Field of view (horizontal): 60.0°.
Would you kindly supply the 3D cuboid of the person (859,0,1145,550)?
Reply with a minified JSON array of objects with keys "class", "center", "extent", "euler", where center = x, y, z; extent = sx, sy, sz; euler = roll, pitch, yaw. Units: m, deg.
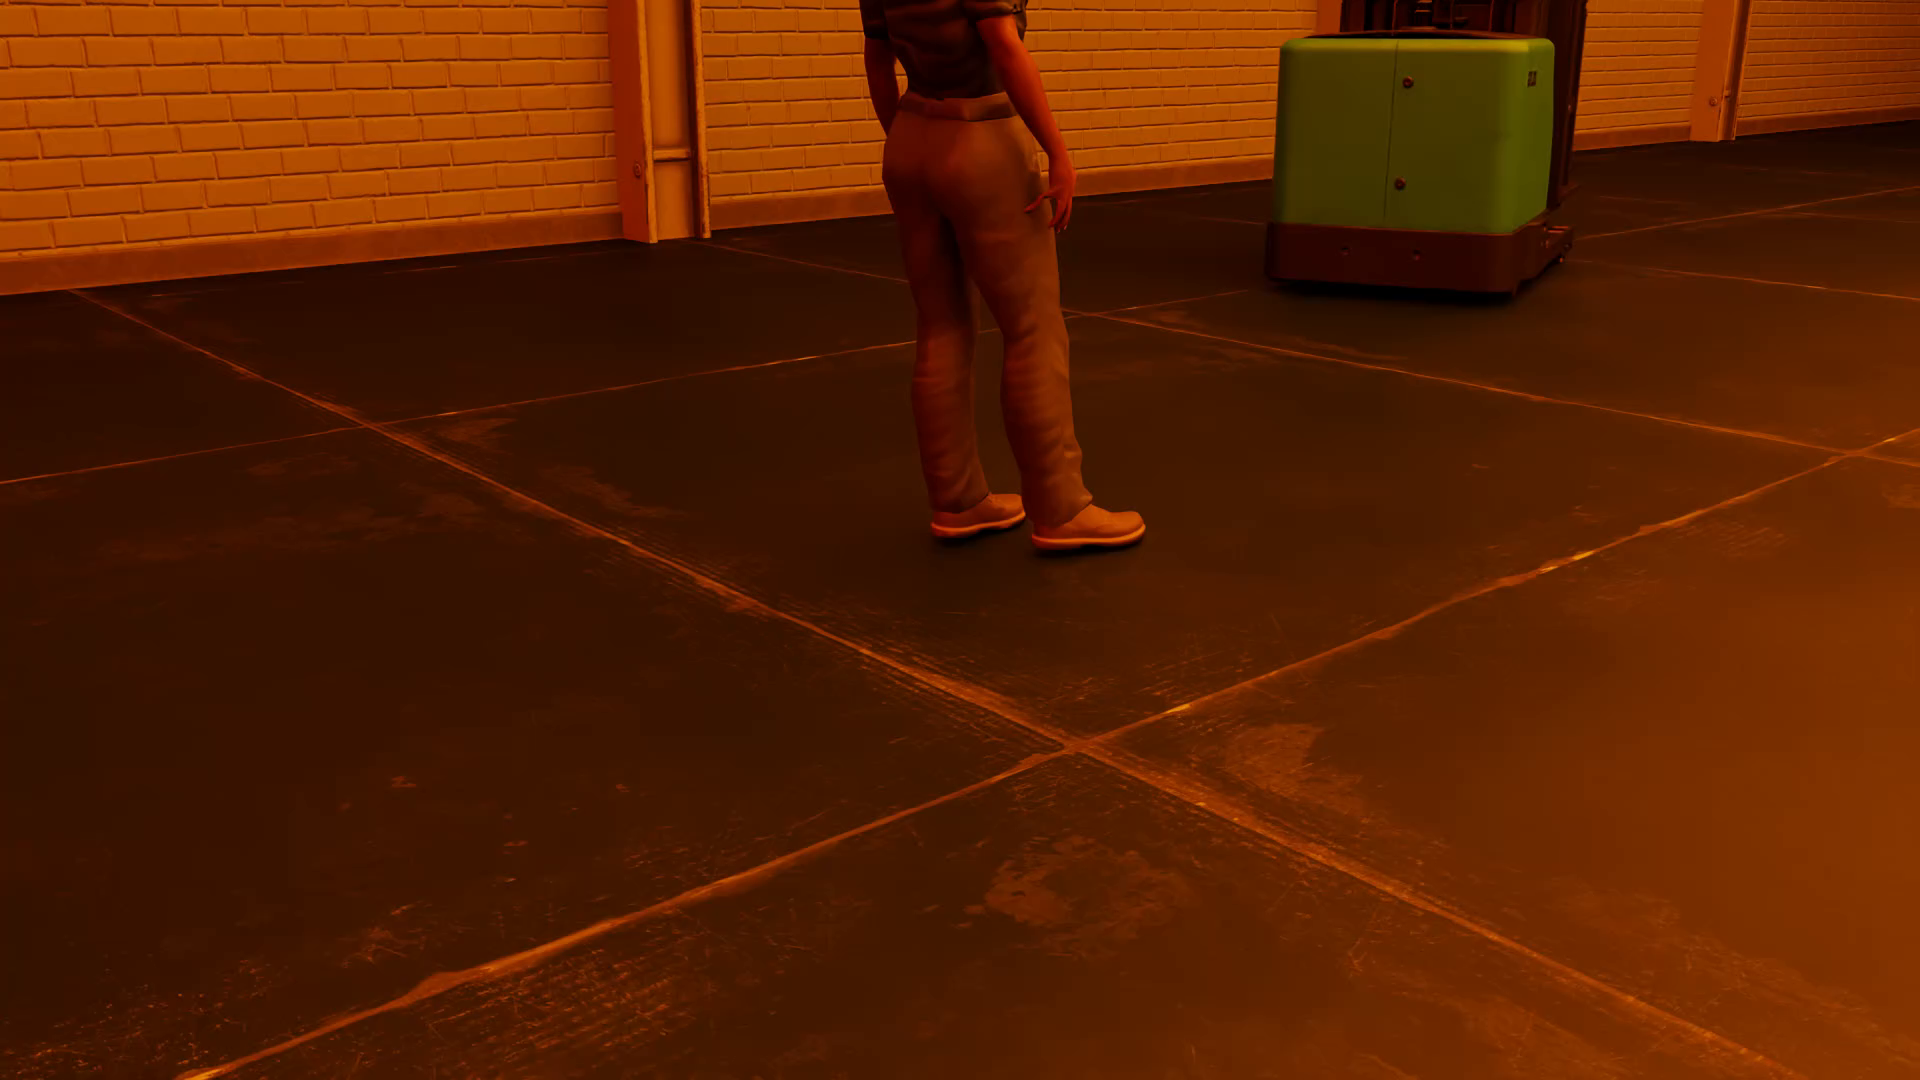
[{"class":"person","center":[0.080,-0.809,3.639],"extent":[0.504,1.654,0.569],"euler":[-14,22,-38]}]

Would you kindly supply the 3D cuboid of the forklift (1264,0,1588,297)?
[{"class":"forklift","center":[2.451,-2.816,7.939],"extent":[1.130,2.935,3.031],"euler":[8,19,25]}]
